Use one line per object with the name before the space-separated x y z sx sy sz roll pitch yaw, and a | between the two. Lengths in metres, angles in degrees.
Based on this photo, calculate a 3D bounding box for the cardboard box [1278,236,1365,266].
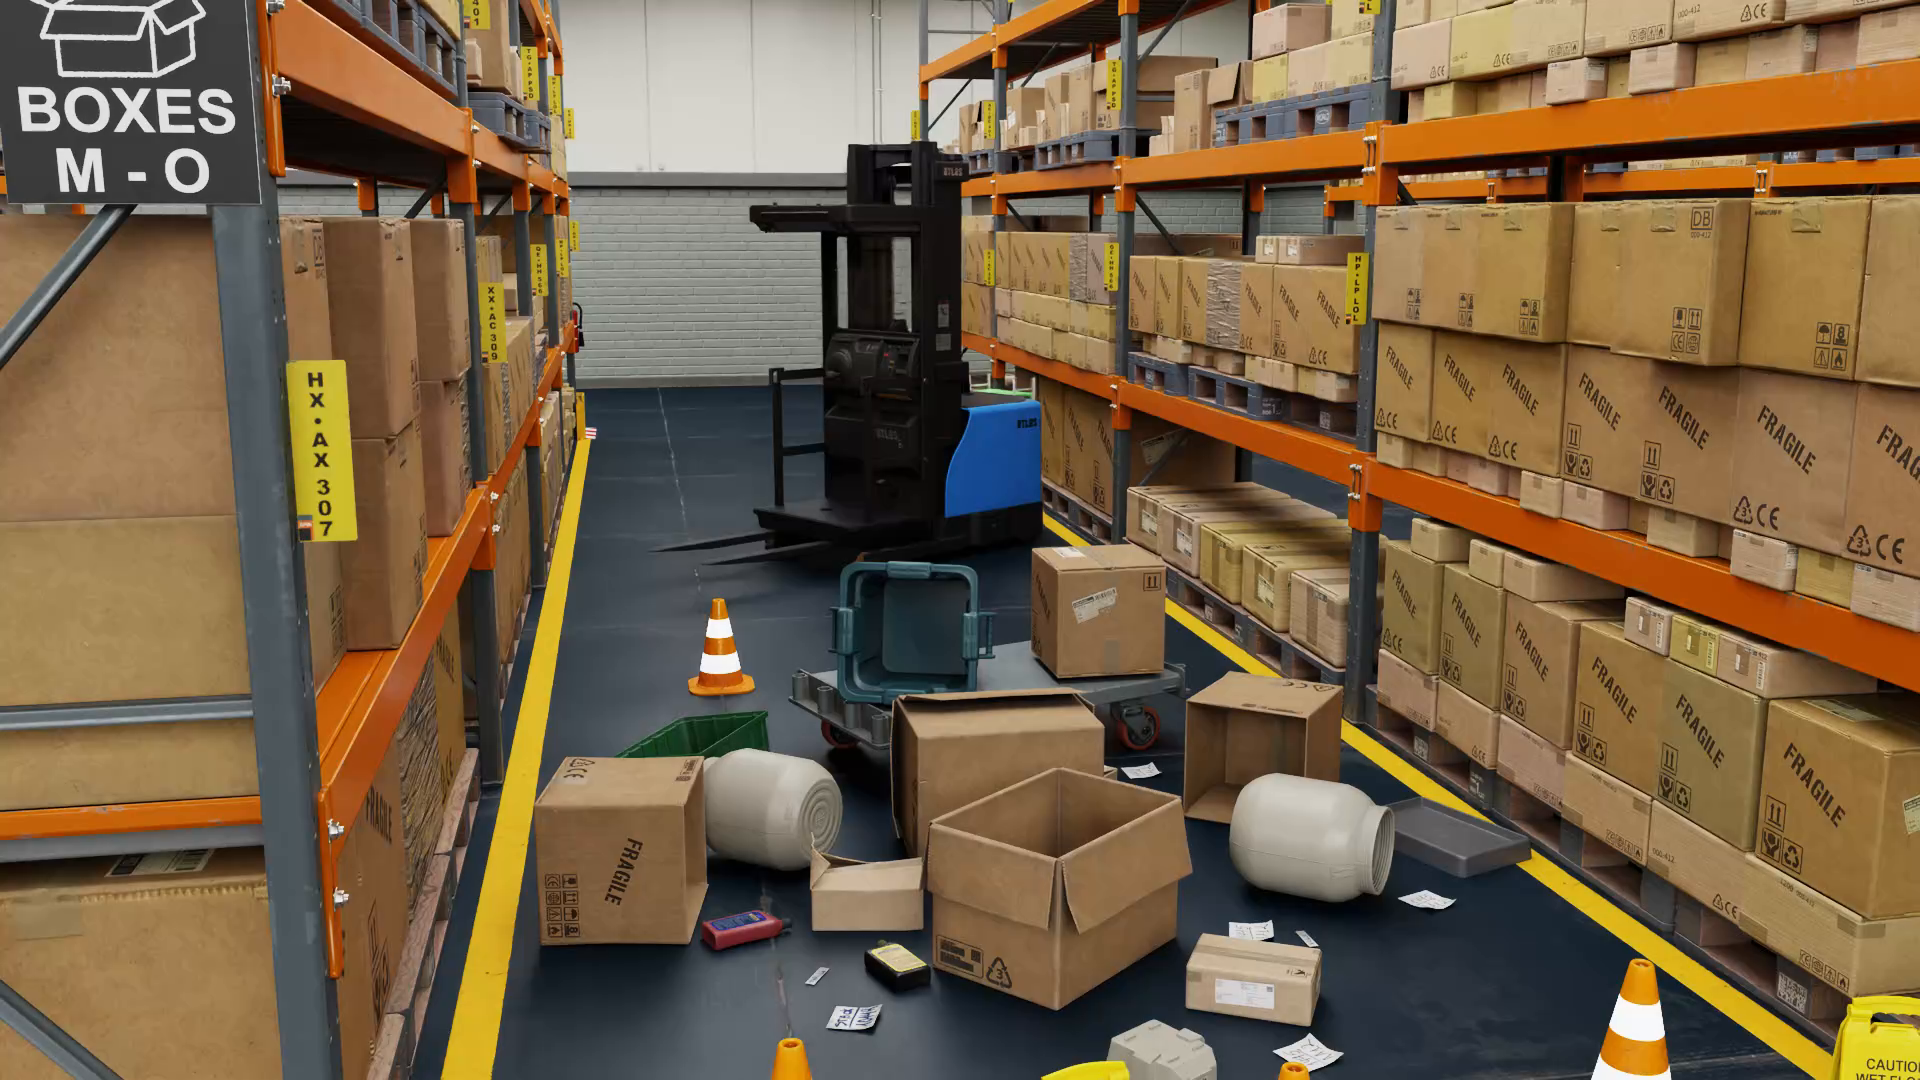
cardboard box | 1.911 -1.530 8.791 0.380 0.149 0.250 -2 11 -13

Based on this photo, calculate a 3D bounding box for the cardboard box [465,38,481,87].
cardboard box | -2.622 -2.423 8.349 0.396 0.266 0.258 -2 11 -11

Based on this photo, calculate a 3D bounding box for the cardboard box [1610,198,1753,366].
cardboard box | 2.543 -0.829 5.291 0.700 0.500 0.500 -2 11 -12

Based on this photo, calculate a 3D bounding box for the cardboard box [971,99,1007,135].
cardboard box | 0.520 -4.100 16.528 0.797 0.503 0.637 -1 11 -7

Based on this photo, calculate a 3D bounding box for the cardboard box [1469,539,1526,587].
cardboard box | 2.287 0.087 6.705 0.380 0.149 0.250 -2 11 -9

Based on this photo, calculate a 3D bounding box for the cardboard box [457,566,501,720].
cardboard box | -2.675 0.380 7.574 1.050 0.750 0.750 -2 11 -11

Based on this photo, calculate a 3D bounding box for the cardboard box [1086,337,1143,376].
cardboard box | 1.238 -1.351 12.171 0.500 0.250 0.500 -3 11 -13

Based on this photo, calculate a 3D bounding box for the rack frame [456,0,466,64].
rack frame | -2.466 -3.356 6.261 1.000 3.000 0.127 -2 11 -11

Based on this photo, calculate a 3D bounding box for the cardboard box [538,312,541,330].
cardboard box | -3.653 -1.800 13.679 0.380 0.149 0.250 -2 11 -11

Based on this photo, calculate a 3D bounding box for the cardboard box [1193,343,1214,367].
cardboard box | 1.659 -1.160 10.317 0.380 0.149 0.250 -1 11 -8

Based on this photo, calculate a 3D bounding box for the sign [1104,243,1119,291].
sign | 1.048 -1.889 11.502 0.100 0.325 0.005 -2 11 -11

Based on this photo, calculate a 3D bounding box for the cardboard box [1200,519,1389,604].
cardboard box | 1.985 0.122 9.938 0.950 0.372 0.625 -2 11 -9

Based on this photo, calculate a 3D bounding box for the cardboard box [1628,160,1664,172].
cardboard box | 5.926 -3.191 13.819 0.500 0.250 0.500 -2 11 -11

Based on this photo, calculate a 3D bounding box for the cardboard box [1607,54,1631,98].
cardboard box | 2.489 -1.608 5.772 0.380 0.149 0.250 -2 11 -11

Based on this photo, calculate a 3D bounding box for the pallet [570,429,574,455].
pallet | -4.662 -1.076 17.783 1.003 0.211 1.213 -2 11 -11

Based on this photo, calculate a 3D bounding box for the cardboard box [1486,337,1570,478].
cardboard box | 2.387 -0.528 6.385 0.500 0.500 0.500 -2 11 -11

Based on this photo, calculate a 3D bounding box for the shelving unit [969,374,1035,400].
shelving unit | 0.322 -0.688 13.103 0.258 1.200 0.503 -10 15 -44

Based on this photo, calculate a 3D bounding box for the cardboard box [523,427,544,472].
cardboard box | -3.141 -0.624 11.511 0.500 0.250 0.500 -3 11 -14

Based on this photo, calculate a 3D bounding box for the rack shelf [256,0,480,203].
rack shelf | -2.077 -1.162 4.681 1.077 0.370 4.000 -2 11 -11

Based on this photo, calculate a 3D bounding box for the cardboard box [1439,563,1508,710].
cardboard box | 2.335 0.385 6.879 0.500 0.500 0.500 -2 11 -9

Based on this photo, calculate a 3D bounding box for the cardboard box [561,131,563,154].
cardboard box | -4.360 -4.086 17.184 0.500 0.250 0.500 -2 11 -13

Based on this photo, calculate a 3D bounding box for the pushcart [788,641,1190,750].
pushcart | 0.143 0.773 7.626 1.648 0.377 0.936 -6 13 -31

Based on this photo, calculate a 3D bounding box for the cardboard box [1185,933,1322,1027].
cardboard box | 0.911 1.360 5.153 0.380 0.149 0.250 4 11 18

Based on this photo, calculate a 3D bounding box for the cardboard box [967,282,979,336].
cardboard box | 0.367 -2.294 16.457 0.500 0.500 0.500 -2 11 -12

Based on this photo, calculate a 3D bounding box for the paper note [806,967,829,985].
paper note | -0.457 1.397 5.330 0.032 0.001 0.123 4 11 18

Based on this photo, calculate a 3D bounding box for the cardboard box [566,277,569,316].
cardboard box | -4.170 -2.453 16.498 0.500 0.500 0.500 -2 11 -8

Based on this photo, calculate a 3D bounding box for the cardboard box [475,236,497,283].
cardboard box | -3.067 -1.507 9.652 0.700 0.500 0.500 -2 11 -12

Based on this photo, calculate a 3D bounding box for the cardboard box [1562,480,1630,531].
cardboard box | 2.432 -0.134 6.052 0.380 0.149 0.250 -2 11 -11

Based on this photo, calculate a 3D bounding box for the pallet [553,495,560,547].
pallet | -3.629 -0.139 12.863 1.003 0.211 1.213 -2 11 -11

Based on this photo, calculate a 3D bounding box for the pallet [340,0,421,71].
pallet | -2.084 -1.465 4.586 1.003 0.211 1.213 -2 11 -11

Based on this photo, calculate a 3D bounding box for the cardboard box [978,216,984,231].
cardboard box | 0.391 -3.123 16.404 0.380 0.149 0.250 -2 11 -11

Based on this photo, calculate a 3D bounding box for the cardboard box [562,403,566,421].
cardboard box | -4.022 -1.239 16.093 0.380 0.149 0.250 -2 11 -10

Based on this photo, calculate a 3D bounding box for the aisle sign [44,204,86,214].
aisle sign | -9.405 -3.749 17.418 0.394 0.787 0.004 -2 11 -11

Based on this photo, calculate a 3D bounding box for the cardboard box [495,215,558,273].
cardboard box | -3.871 -2.654 14.881 0.500 0.500 0.500 -2 11 -10

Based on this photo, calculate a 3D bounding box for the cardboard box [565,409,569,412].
cardboard box | -4.170 -1.238 16.883 0.380 0.149 0.250 -2 11 -8

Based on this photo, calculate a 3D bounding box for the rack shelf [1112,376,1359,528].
rack shelf | 1.981 -0.621 9.859 1.077 0.370 4.000 -2 11 -11

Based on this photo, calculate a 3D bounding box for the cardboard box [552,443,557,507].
cardboard box | -3.436 -0.539 13.071 0.500 0.500 0.500 -2 11 -12

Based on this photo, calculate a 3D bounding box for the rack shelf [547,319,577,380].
rack shelf | -4.411 -1.889 16.525 1.077 0.370 4.000 -2 11 -11

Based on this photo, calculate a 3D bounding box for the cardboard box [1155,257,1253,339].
cardboard box | 1.560 -1.556 10.664 0.500 0.500 0.500 -2 11 -8

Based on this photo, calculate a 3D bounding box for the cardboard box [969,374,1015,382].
cardboard box | 0.262 -1.638 19.012 0.875 0.438 0.875 -3 11 -13

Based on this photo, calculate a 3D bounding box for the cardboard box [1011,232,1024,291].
cardboard box | 0.743 -2.431 14.507 0.500 0.500 0.500 -2 11 -11

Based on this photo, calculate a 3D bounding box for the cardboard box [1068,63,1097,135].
cardboard box | 1.213 -3.245 12.308 0.700 0.500 0.500 -3 11 -14

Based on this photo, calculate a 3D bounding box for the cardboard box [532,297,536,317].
cardboard box | -3.491 -1.798 12.872 0.380 0.149 0.250 -2 11 -11

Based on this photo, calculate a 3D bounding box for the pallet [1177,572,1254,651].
pallet | 1.976 0.396 10.054 1.003 0.211 1.213 -2 11 -11

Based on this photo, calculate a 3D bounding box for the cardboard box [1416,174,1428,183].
cardboard box | 5.112 -3.897 17.798 0.380 0.149 0.250 -2 11 -10

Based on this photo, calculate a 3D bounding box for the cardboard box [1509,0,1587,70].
cardboard box | 2.381 -1.876 6.114 0.500 0.250 0.500 -2 11 -10

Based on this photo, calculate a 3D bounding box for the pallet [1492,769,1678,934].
pallet | 2.776 1.109 6.307 1.003 0.211 1.213 -2 11 -11

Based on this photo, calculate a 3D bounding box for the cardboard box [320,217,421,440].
cardboard box | -1.896 -0.554 4.295 0.875 0.550 0.550 -2 11 -11

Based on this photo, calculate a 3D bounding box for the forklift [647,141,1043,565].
forklift | -0.780 -1.305 11.716 3.031 2.935 1.130 -10 15 -43

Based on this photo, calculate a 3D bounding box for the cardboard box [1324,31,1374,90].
cardboard box | 2.114 -2.315 8.094 0.500 0.250 0.500 -2 11 -12

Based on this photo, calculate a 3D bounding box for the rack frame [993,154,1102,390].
rack frame | 0.814 -2.075 15.574 1.000 3.000 0.127 -2 11 -11

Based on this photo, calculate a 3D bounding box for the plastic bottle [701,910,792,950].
plastic bottle | -0.720 1.313 5.633 0.283 0.061 0.133 -6 13 -31

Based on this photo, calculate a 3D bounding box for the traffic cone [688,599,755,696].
traffic cone | -1.246 0.537 8.640 0.336 0.463 0.334 -2 11 -11

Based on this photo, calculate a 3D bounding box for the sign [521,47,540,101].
sign | -2.698 -2.927 10.438 0.100 0.325 0.005 -2 11 -11
